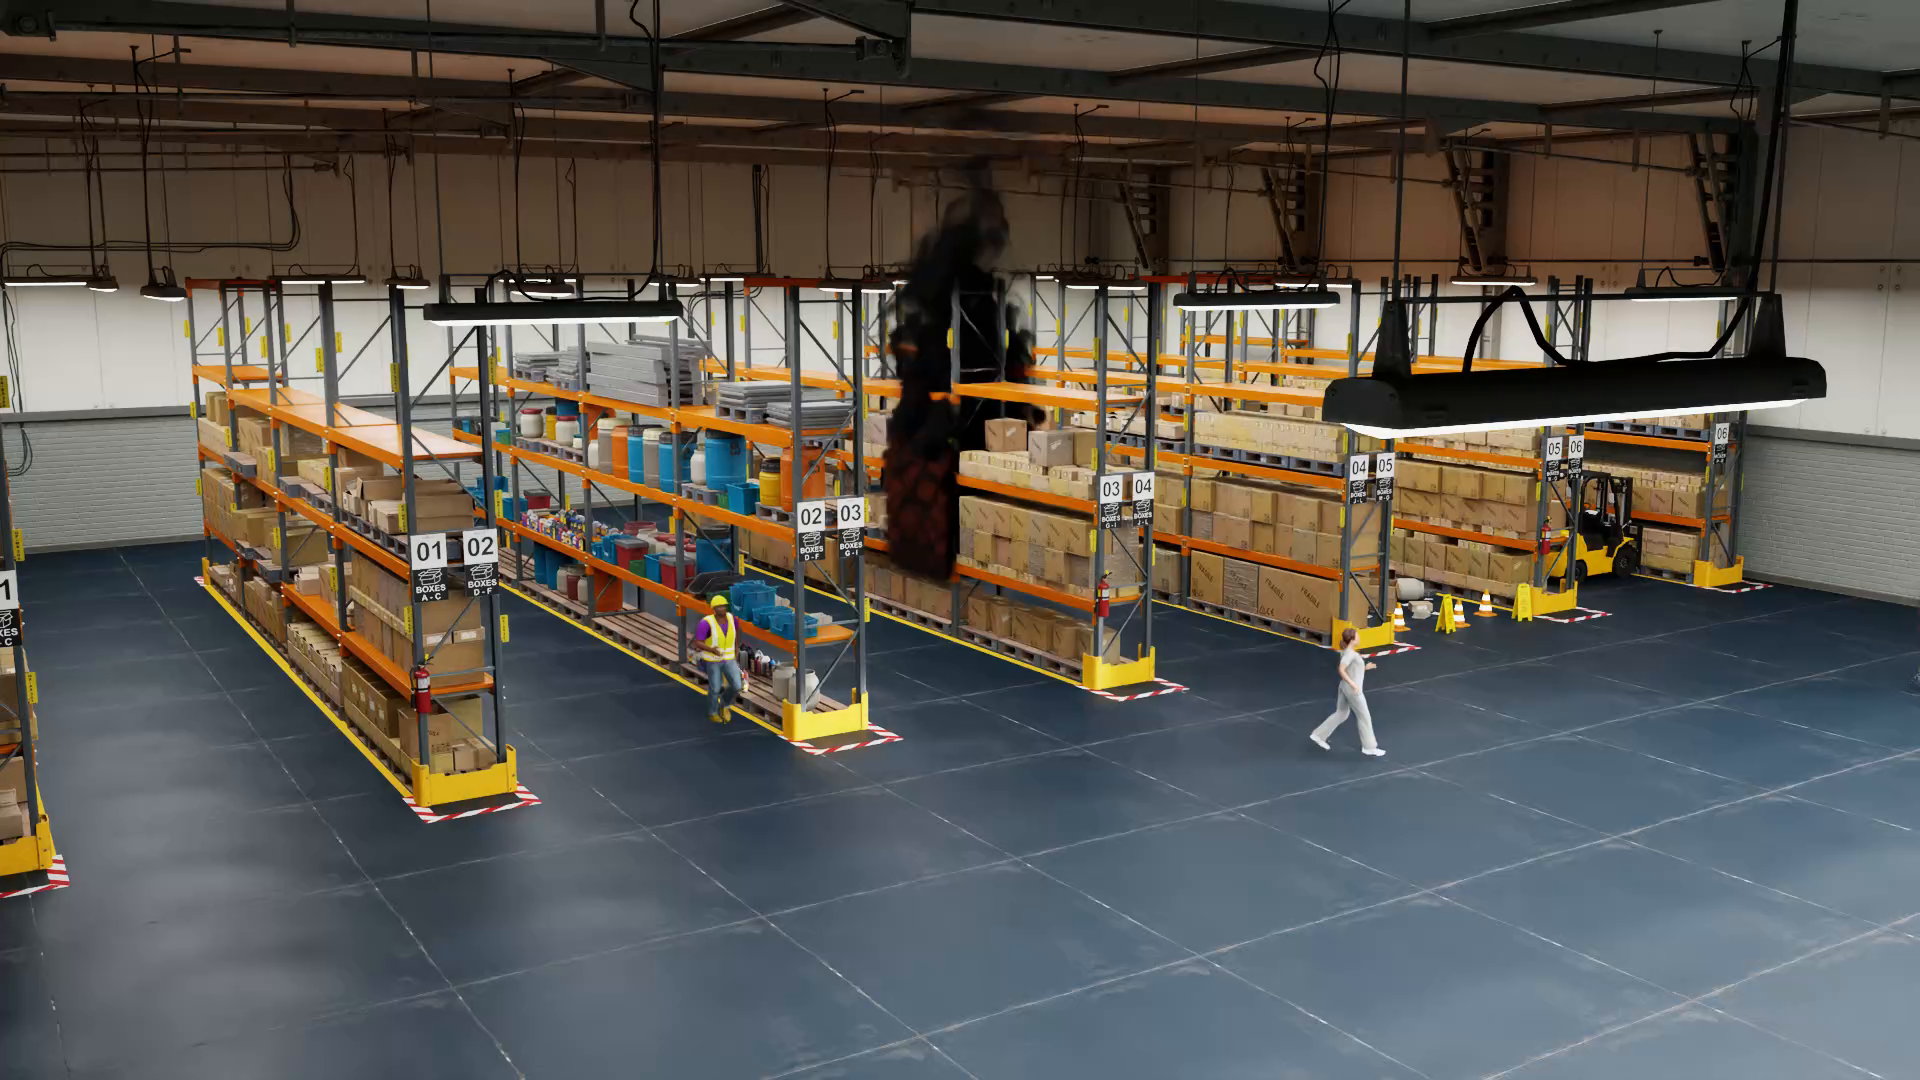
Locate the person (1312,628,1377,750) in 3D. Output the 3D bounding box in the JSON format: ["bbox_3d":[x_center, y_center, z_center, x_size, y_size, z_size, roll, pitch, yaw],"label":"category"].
[{"bbox_3d":[4.955,1.901,21.291,0.809,1.580,0.561,-1,10,-3],"label":"person"}]

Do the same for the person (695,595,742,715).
[{"bbox_3d":[-3.145,1.530,21.802,0.685,1.663,0.612,-6,12,-34],"label":"person"}]
